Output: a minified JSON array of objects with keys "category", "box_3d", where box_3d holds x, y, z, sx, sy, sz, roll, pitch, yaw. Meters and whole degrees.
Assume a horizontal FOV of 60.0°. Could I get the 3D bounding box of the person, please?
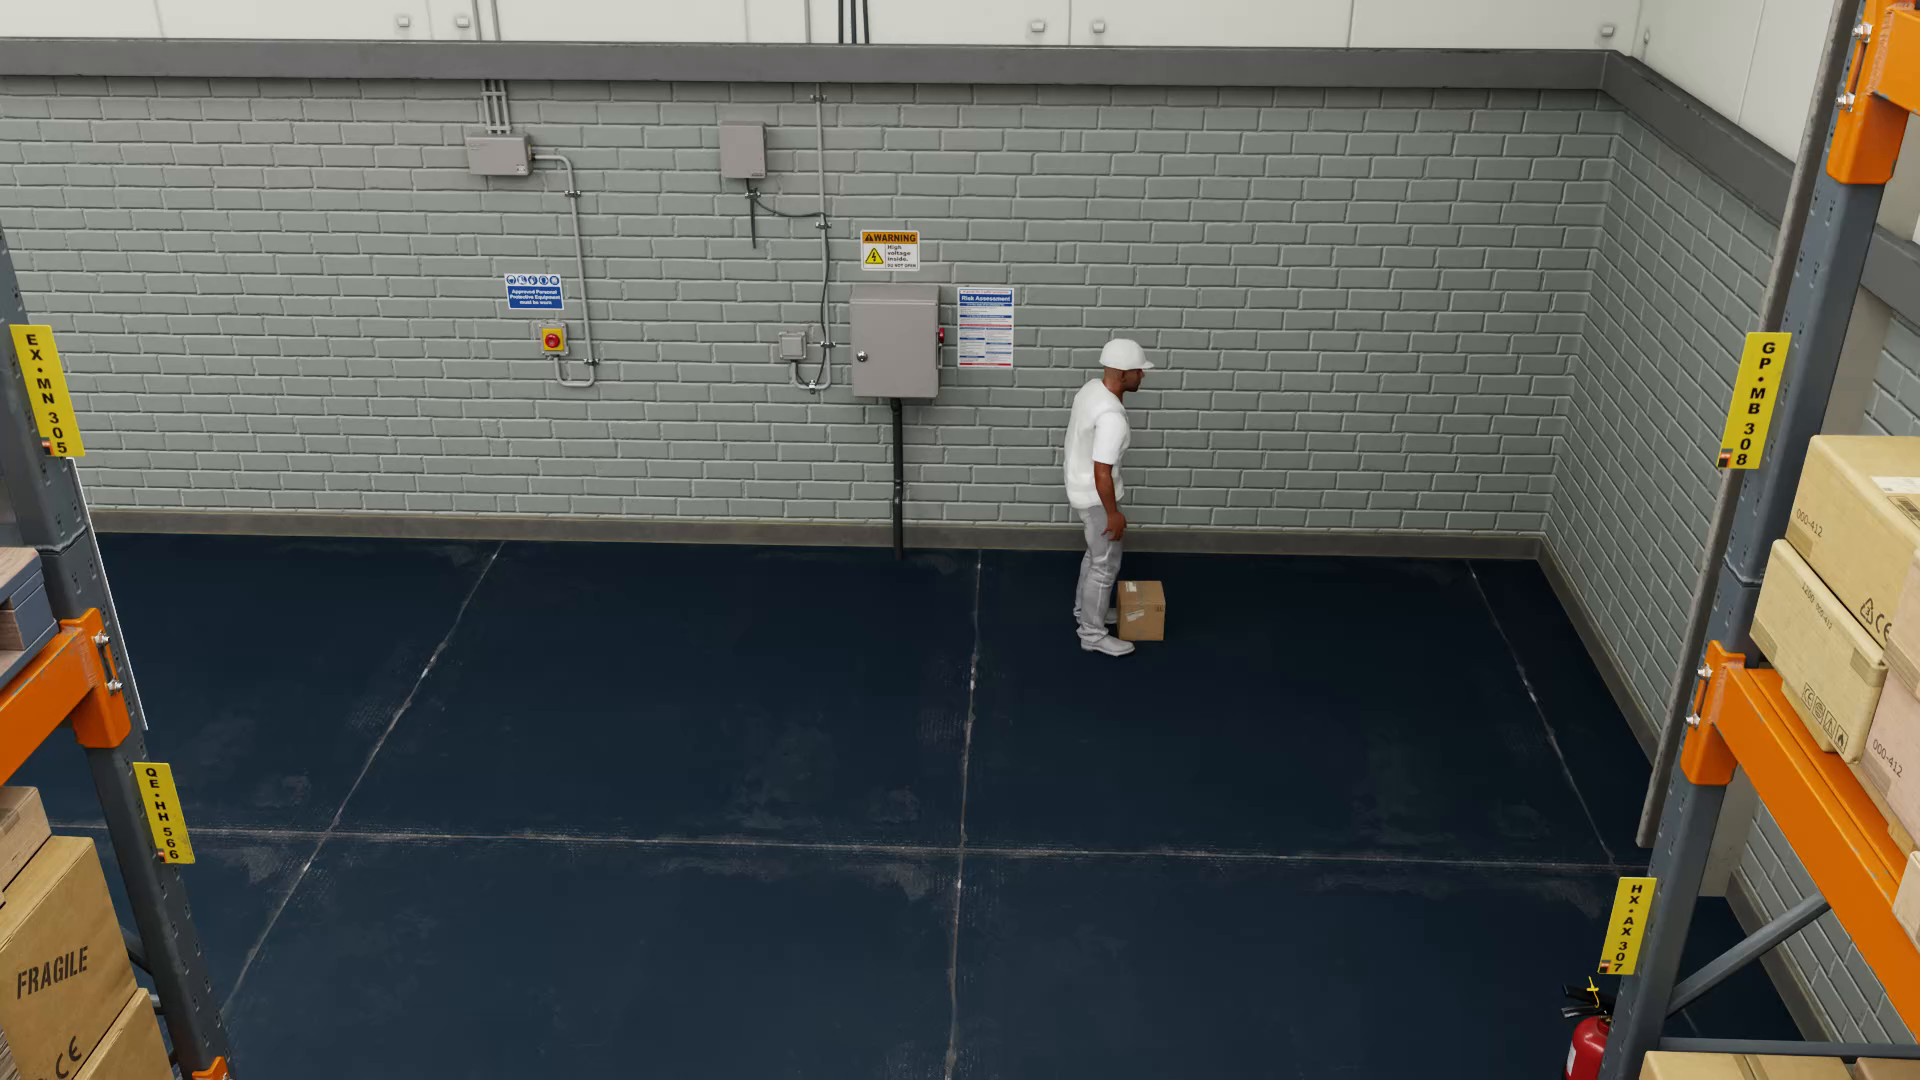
[{"category":"person","box_3d":[0.797,-0.260,9.096,0.457,1.760,0.634,-1,28,-1]}]
